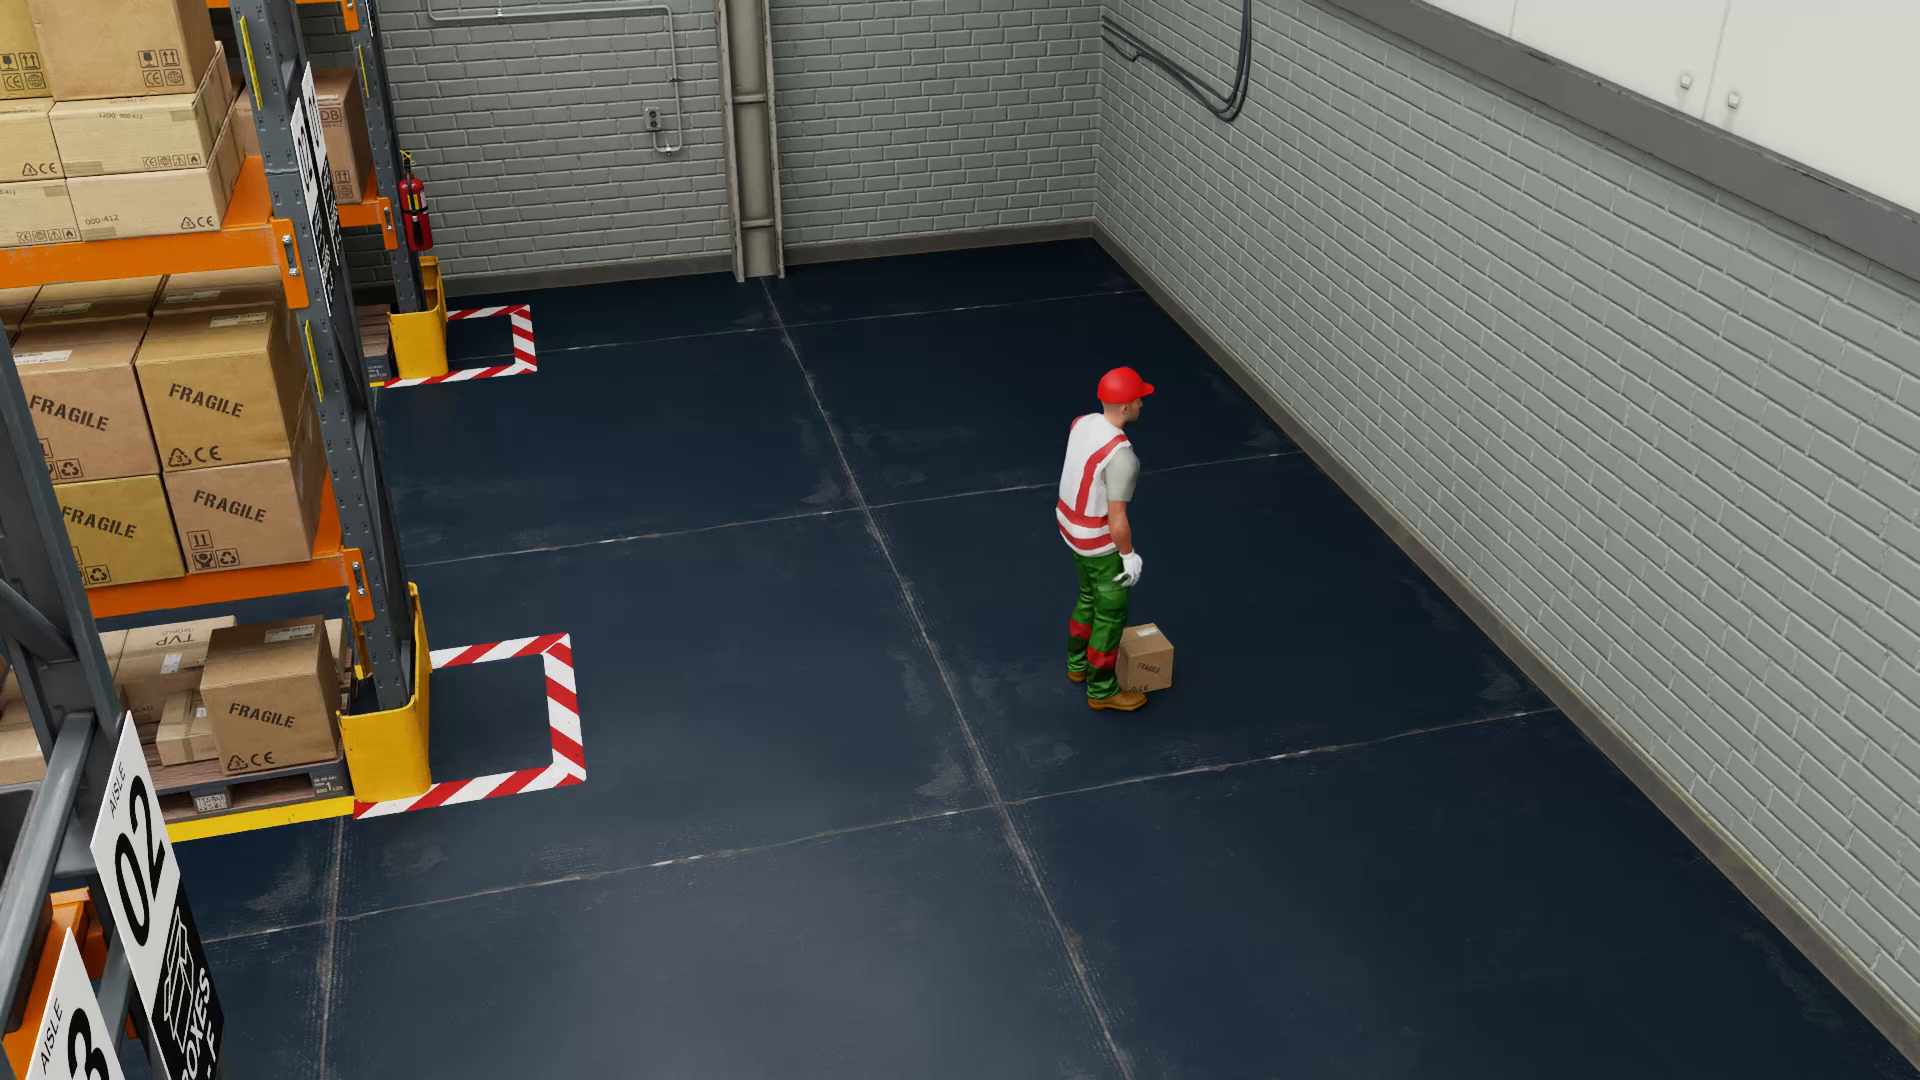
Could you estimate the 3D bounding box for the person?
[{"bbox_3d":[0.719,-0.018,8.257,0.448,1.780,0.620,-10,31,-16],"label":"person"}]
